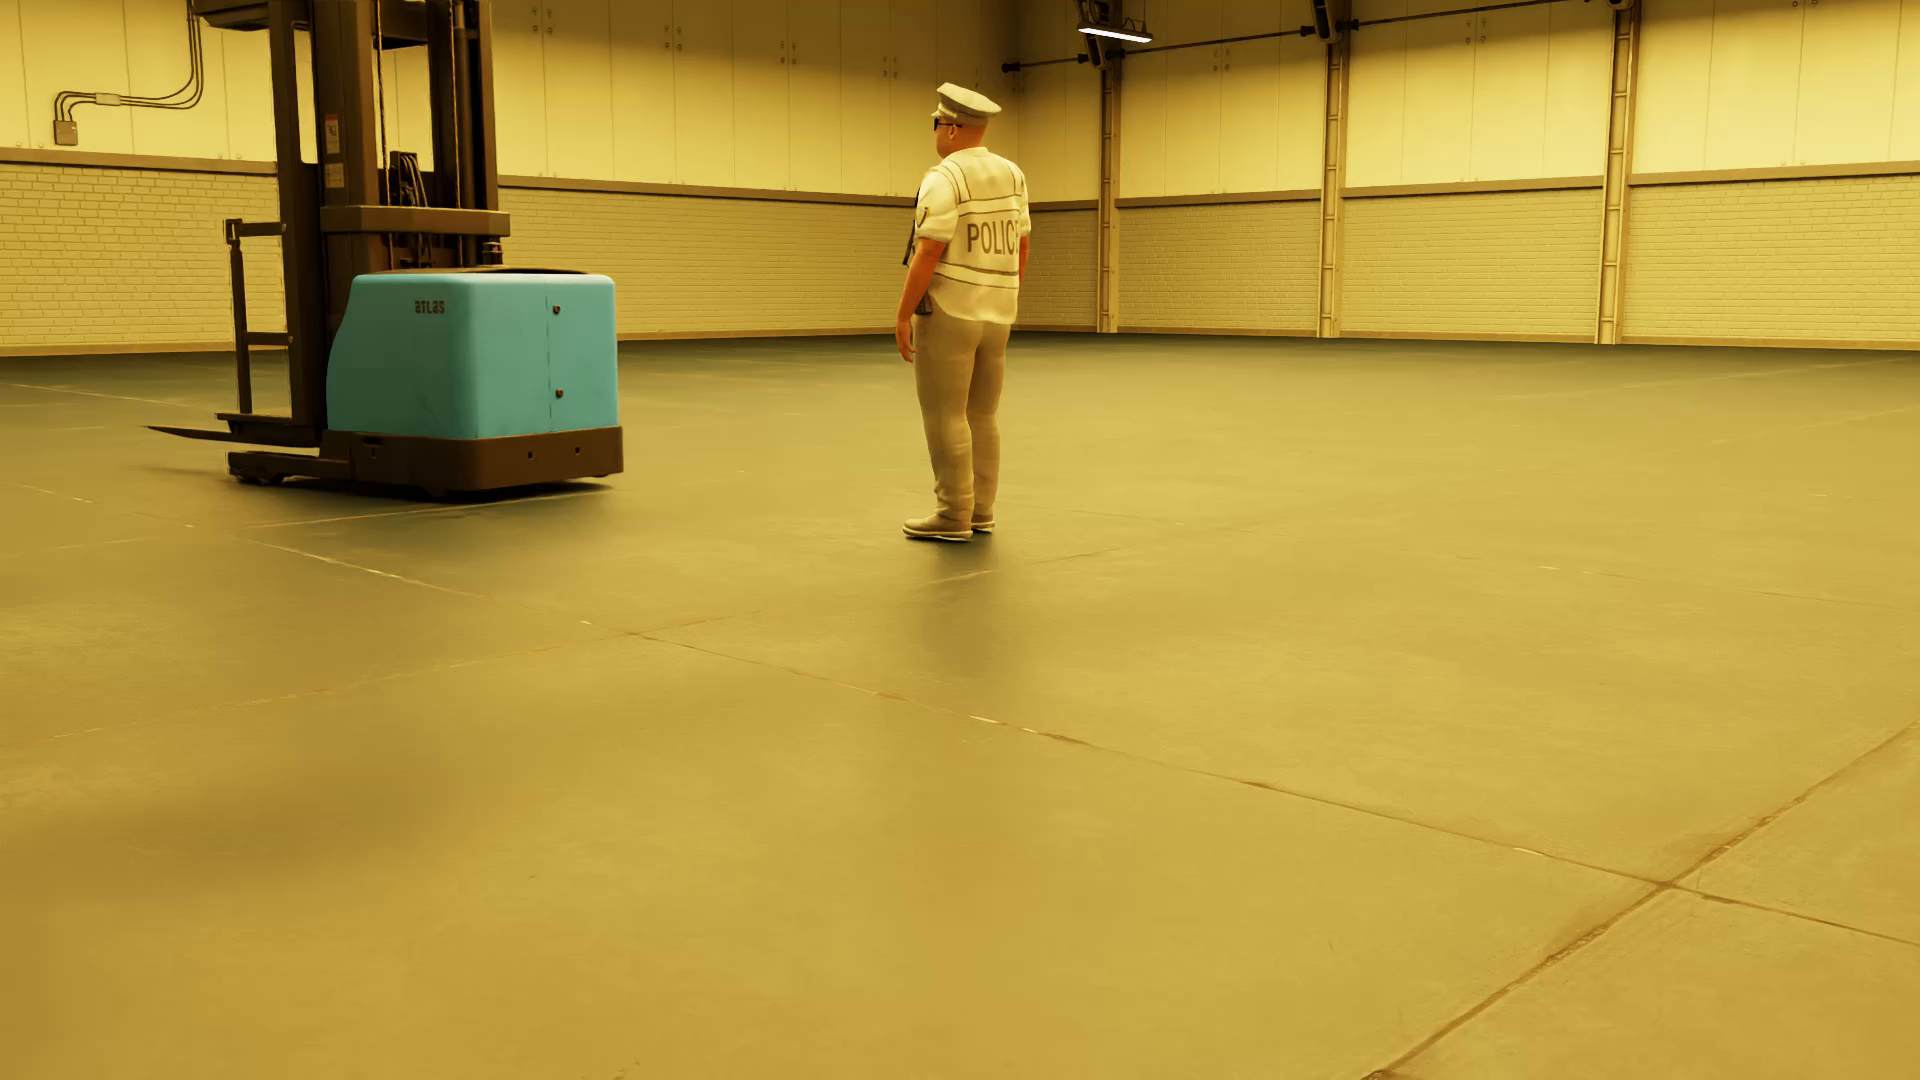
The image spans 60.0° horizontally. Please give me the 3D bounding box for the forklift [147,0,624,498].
[{"bbox_3d":[-3.234,-1.794,8.786,3.031,2.935,1.130,6,10,34],"label":"forklift"}]

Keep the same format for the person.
[{"bbox_3d":[-0.048,-0.898,6.645,0.574,1.780,0.641,8,12,43],"label":"person"}]
